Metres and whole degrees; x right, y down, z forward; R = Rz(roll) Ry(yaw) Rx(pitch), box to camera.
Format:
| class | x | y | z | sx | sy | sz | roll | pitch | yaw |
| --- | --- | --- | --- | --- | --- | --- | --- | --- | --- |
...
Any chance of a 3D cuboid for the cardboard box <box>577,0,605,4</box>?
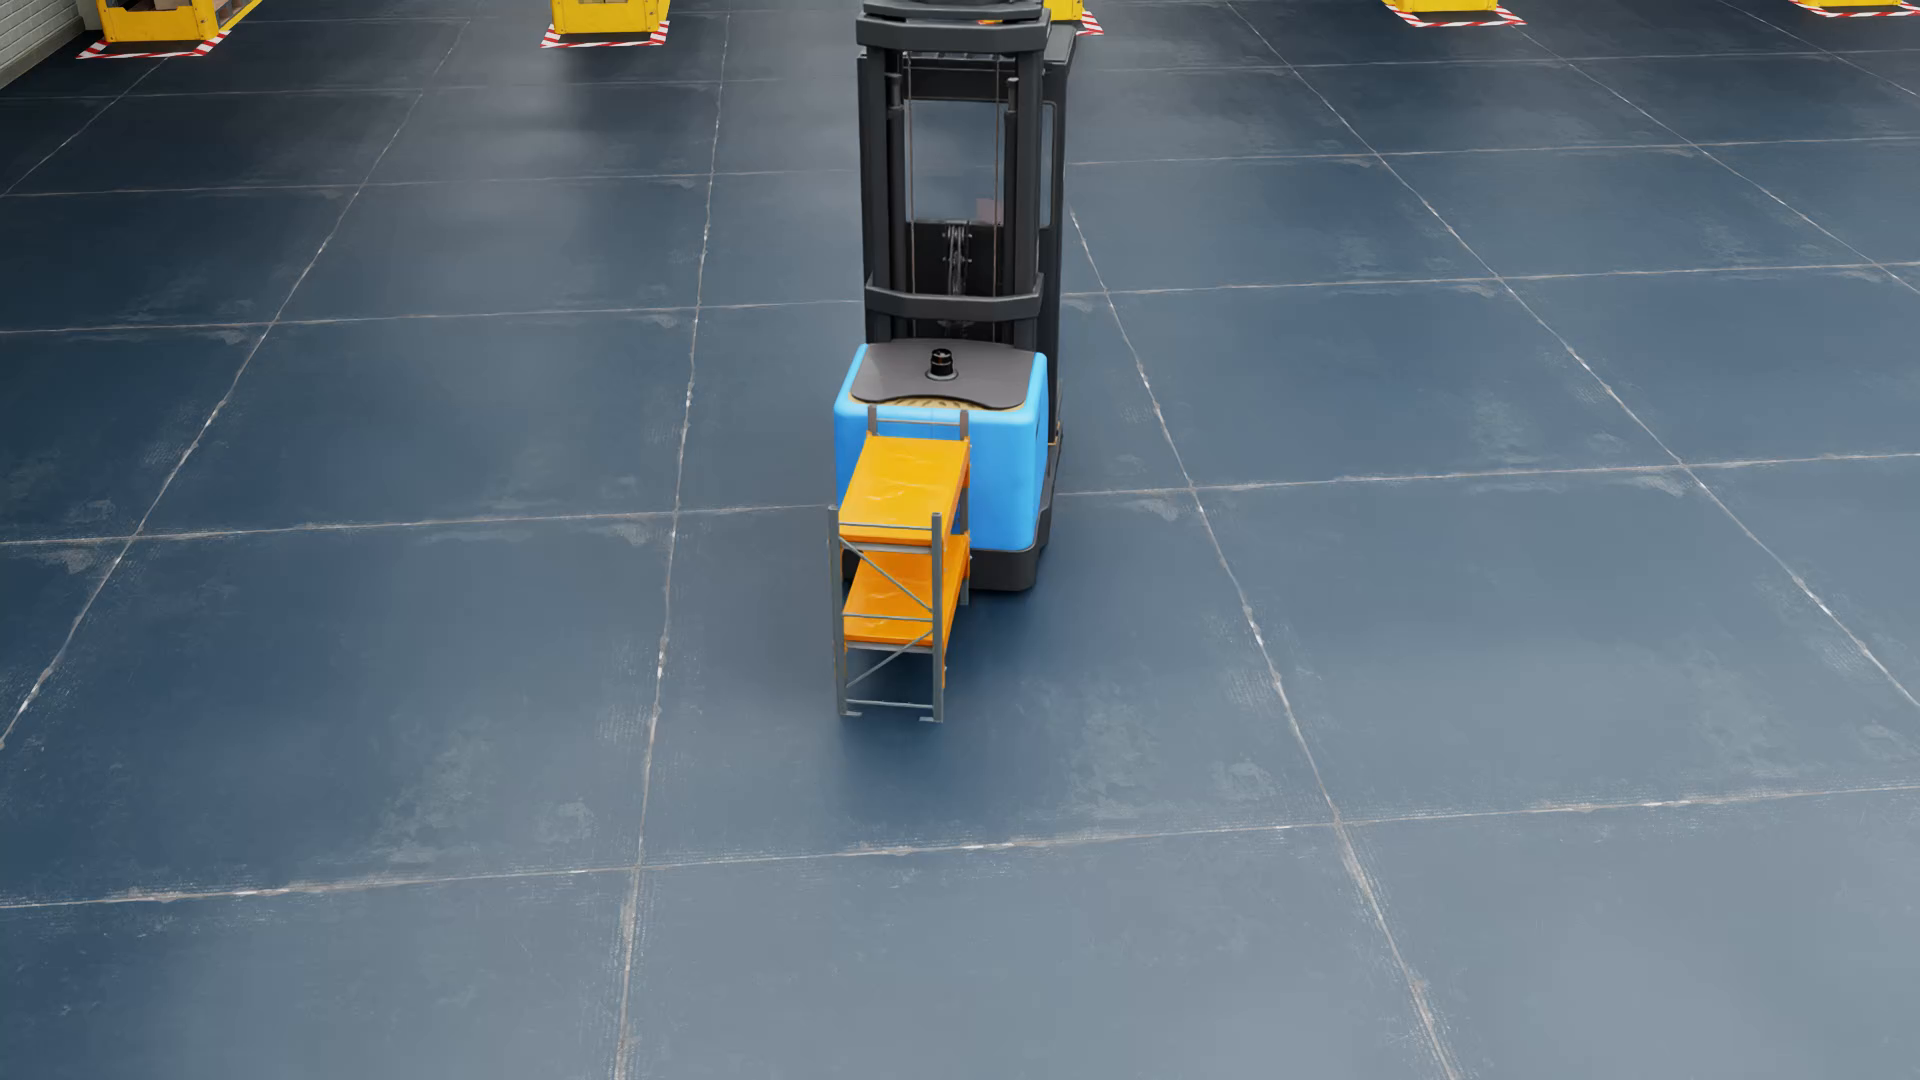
| class | x | y | z | sx | sy | sz | roll | pitch | yaw |
| --- | --- | --- | --- | --- | --- | --- | --- | --- | --- |
| cardboard box | -4.386 | -6.415 | 19.336 | 0.500 | 0.250 | 0.500 | -3 | 31 | -5 |

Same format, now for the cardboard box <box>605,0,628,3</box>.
| class | x | y | z | sx | sy | sz | roll | pitch | yaw |
| --- | --- | --- | --- | --- | --- | --- | --- | --- | --- |
| cardboard box | -3.870 | -6.439 | 19.377 | 0.500 | 0.250 | 0.500 | -3 | 31 | -5 |

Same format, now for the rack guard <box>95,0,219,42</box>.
| class | x | y | z | sx | sy | sz | roll | pitch | yaw |
| --- | --- | --- | --- | --- | --- | --- | --- | --- | --- |
| rack guard | -8.980 | -5.882 | 18.609 | 1.175 | 0.500 | 0.348 | -3 | 31 | -5 |

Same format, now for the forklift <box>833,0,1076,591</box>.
| class | x | y | z | sx | sy | sz | roll | pitch | yaw |
| --- | --- | --- | --- | --- | --- | --- | --- | --- | --- |
| forklift | 0.043 | -1.727 | 9.284 | 1.130 | 2.935 | 3.031 | 4 | 31 | 6 |

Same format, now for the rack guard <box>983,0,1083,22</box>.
| class | x | y | z | sx | sy | sz | roll | pitch | yaw |
| --- | --- | --- | --- | --- | --- | --- | --- | --- | --- |
| rack guard | 0.837 | -6.354 | 19.400 | 1.175 | 0.500 | 0.348 | -3 | 31 | -5 |

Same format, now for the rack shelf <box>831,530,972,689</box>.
| class | x | y | z | sx | sy | sz | roll | pitch | yaw |
| --- | --- | --- | --- | --- | --- | --- | --- | --- | --- |
| rack shelf | -0.267 | 0.306 | 8.118 | 0.538 | 0.278 | 1.000 | 4 | 31 | 6 |

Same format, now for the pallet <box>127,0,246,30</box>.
| class | x | y | z | sx | sy | sz | roll | pitch | yaw |
| --- | --- | --- | --- | --- | --- | --- | --- | --- | --- |
| pallet | -9.021 | -6.174 | 19.381 | 1.003 | 0.211 | 1.213 | -3 | 31 | -5 |

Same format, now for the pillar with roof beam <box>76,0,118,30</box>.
| class | x | y | z | sx | sy | sz | roll | pitch | yaw |
| --- | --- | --- | --- | --- | --- | --- | --- | --- | --- |
| pillar with roof beam | -5.614 | -10.014 | 17.239 | 9.100 | 9.000 | 0.400 | -3 | 31 | -5 |

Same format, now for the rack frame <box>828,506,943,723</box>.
| class | x | y | z | sx | sy | sz | roll | pitch | yaw |
| --- | --- | --- | --- | --- | --- | --- | --- | --- | --- |
| rack frame | -0.329 | 0.355 | 7.559 | 0.500 | 1.125 | 0.032 | 4 | 31 | 6 |

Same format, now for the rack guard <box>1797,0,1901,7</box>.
| class | x | y | z | sx | sy | sz | roll | pitch | yaw |
| --- | --- | --- | --- | --- | --- | --- | --- | --- | --- |
| rack guard | 10.772 | -6.728 | 20.027 | 1.175 | 0.500 | 0.348 | -3 | 31 | -5 |

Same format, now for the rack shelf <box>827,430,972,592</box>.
| class | x | y | z | sx | sy | sz | roll | pitch | yaw |
| --- | --- | --- | --- | --- | --- | --- | --- | --- | --- |
| rack shelf | -0.267 | -0.155 | 7.842 | 0.538 | 0.278 | 1.000 | 4 | 31 | 6 |

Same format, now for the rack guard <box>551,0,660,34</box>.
| class | x | y | z | sx | sy | sz | roll | pitch | yaw |
| --- | --- | --- | --- | --- | --- | --- | --- | --- | --- |
| rack guard | -4.039 | -6.070 | 18.924 | 1.175 | 0.500 | 0.348 | -3 | 31 | -5 |

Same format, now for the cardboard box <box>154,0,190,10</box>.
| class | x | y | z | sx | sy | sz | roll | pitch | yaw |
| --- | --- | --- | --- | --- | --- | --- | --- | --- | --- |
| cardboard box | -8.948 | -6.308 | 19.079 | 0.500 | 0.311 | 0.500 | -6 | 31 | -10 |

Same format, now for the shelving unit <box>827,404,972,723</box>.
| class | x | y | z | sx | sy | sz | roll | pitch | yaw |
| --- | --- | --- | --- | --- | --- | --- | --- | --- | --- |
| shelving unit | -0.267 | 0.096 | 7.992 | 0.538 | 1.125 | 1.048 | 4 | 31 | 6 |

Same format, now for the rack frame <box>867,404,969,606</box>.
| class | x | y | z | sx | sy | sz | roll | pitch | yaw |
| --- | --- | --- | --- | --- | --- | --- | --- | --- | --- |
| rack frame | -0.205 | -0.163 | 8.425 | 0.500 | 1.125 | 0.032 | 4 | 31 | 6 |

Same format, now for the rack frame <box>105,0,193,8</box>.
| class | x | y | z | sx | sy | sz | roll | pitch | yaw |
| --- | --- | --- | --- | --- | --- | --- | --- | --- | --- |
| rack frame | -8.973 | -6.916 | 17.903 | 1.000 | 3.000 | 0.127 | -3 | 31 | -5 |

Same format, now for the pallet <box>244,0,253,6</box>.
| class | x | y | z | sx | sy | sz | roll | pitch | yaw |
| --- | --- | --- | --- | --- | --- | --- | --- | --- | --- |
| pallet | -9.132 | -6.795 | 20.421 | 1.003 | 0.211 | 1.213 | -3 | 31 | -5 |

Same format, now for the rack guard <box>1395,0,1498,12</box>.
| class | x | y | z | sx | sy | sz | roll | pitch | yaw |
| --- | --- | --- | --- | --- | --- | --- | --- | --- | --- |
| rack guard | 5.815 | -6.593 | 19.801 | 1.175 | 0.500 | 0.348 | -3 | 31 | -5 |
